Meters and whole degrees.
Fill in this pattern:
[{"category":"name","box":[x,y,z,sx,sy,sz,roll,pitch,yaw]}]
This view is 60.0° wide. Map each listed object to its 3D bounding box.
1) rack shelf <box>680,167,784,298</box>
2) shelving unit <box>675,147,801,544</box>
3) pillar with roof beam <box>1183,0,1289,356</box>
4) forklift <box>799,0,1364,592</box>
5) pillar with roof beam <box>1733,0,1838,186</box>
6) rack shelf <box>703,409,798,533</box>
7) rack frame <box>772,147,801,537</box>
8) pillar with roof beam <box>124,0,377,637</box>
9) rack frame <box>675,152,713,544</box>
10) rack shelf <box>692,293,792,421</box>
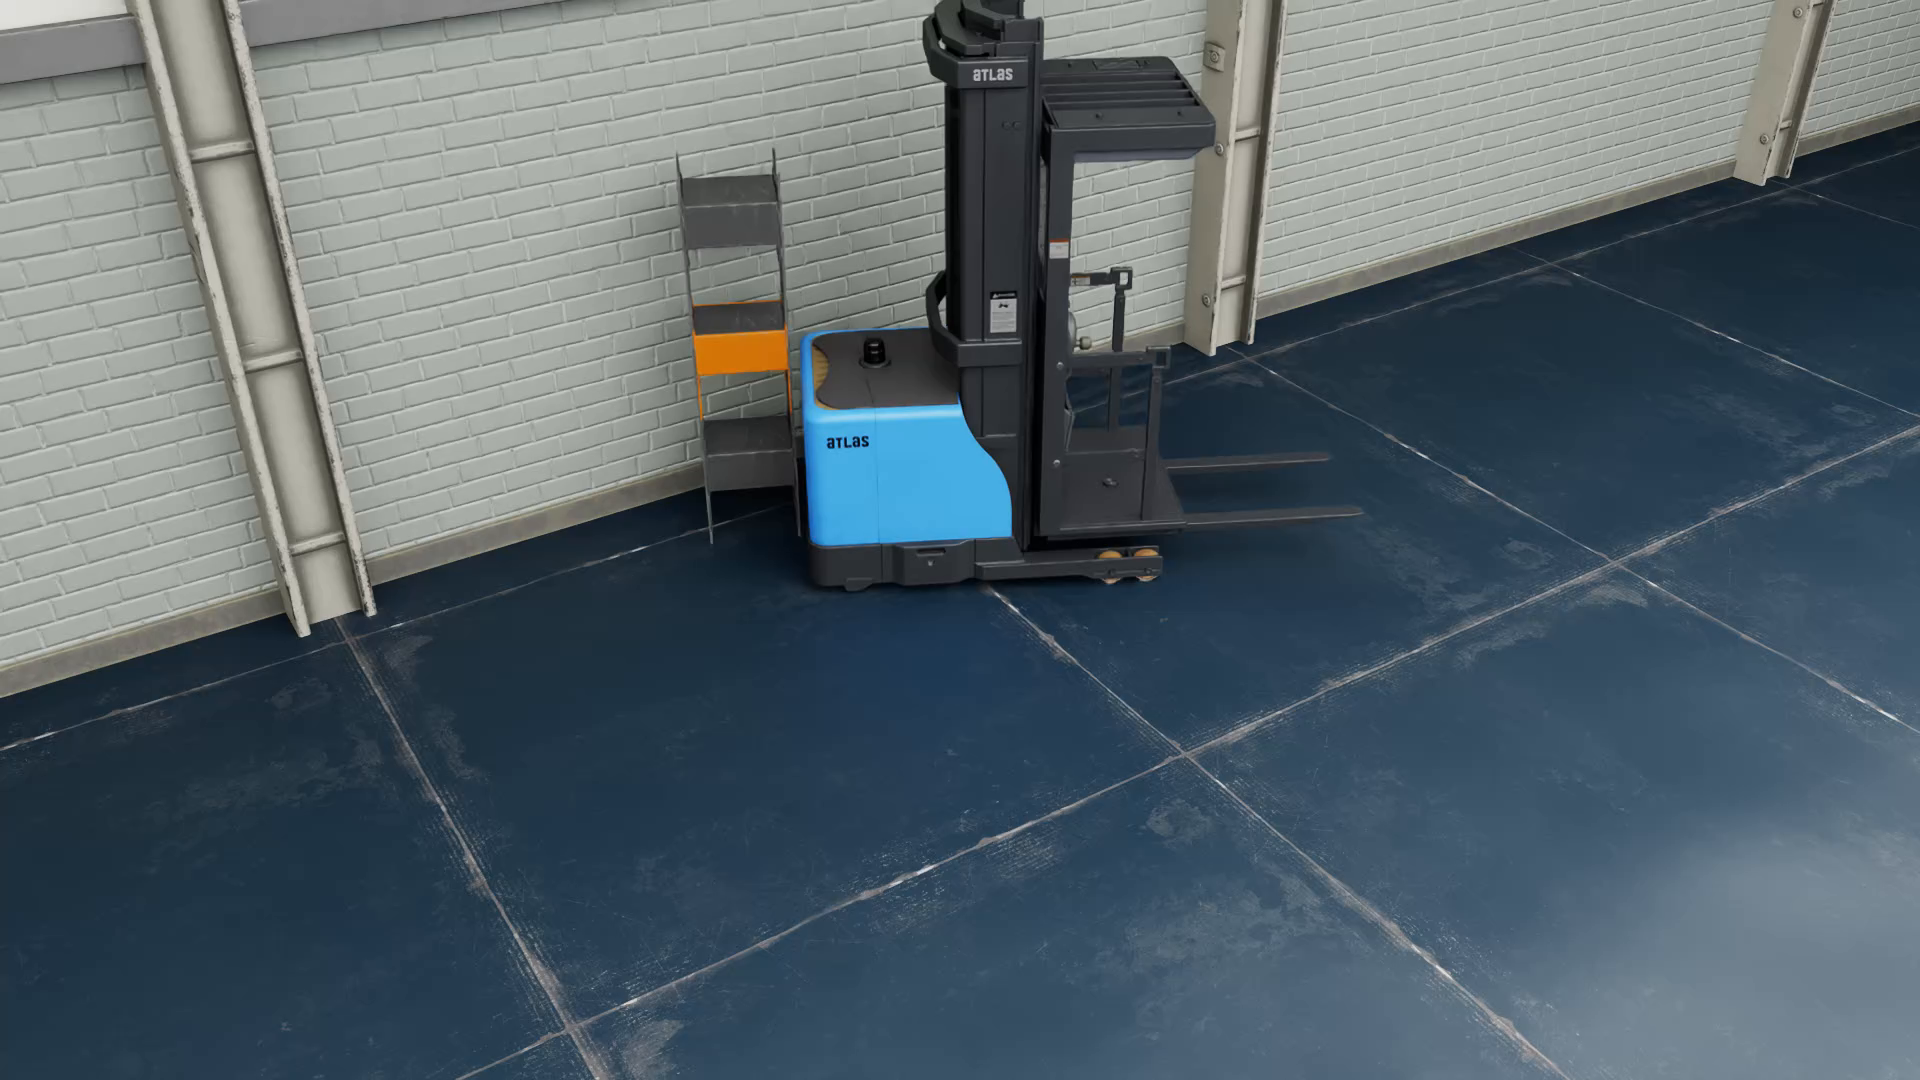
[{"category":"rack shelf","box":[-1.163,-1.571,8.486,0.480,0.518,0.431,-5,33,-8]},{"category":"shelving unit","box":[-1.164,-0.990,8.852,0.503,2.100,0.431,-5,33,-8]},{"category":"pillar with roof beam","box":[4.098,-3.240,5.951,0.400,9.000,9.100,-19,37,-27]},{"category":"forklift","box":[0.666,-1.292,8.550,3.031,2.935,1.130,-3,32,-5]},{"category":"pillar with roof beam","box":[9.141,-4.974,8.701,0.400,9.000,9.100,-19,37,-27]},{"category":"rack shelf","box":[-1.165,-0.387,9.232,0.480,0.518,0.431,-5,33,-8]},{"category":"rack frame","box":[-0.923,-1.011,8.884,0.015,2.100,0.400,-5,33,-8]},{"category":"pillar with roof beam","box":[-0.945,-1.505,3.202,0.400,9.000,9.100,-19,37,-27]},{"category":"rack frame","box":[-1.405,-0.970,8.820,0.015,2.100,0.400,-5,33,-8]},{"category":"rack shelf","box":[-1.164,-0.979,8.859,0.480,0.518,0.431,-5,33,-8]}]
